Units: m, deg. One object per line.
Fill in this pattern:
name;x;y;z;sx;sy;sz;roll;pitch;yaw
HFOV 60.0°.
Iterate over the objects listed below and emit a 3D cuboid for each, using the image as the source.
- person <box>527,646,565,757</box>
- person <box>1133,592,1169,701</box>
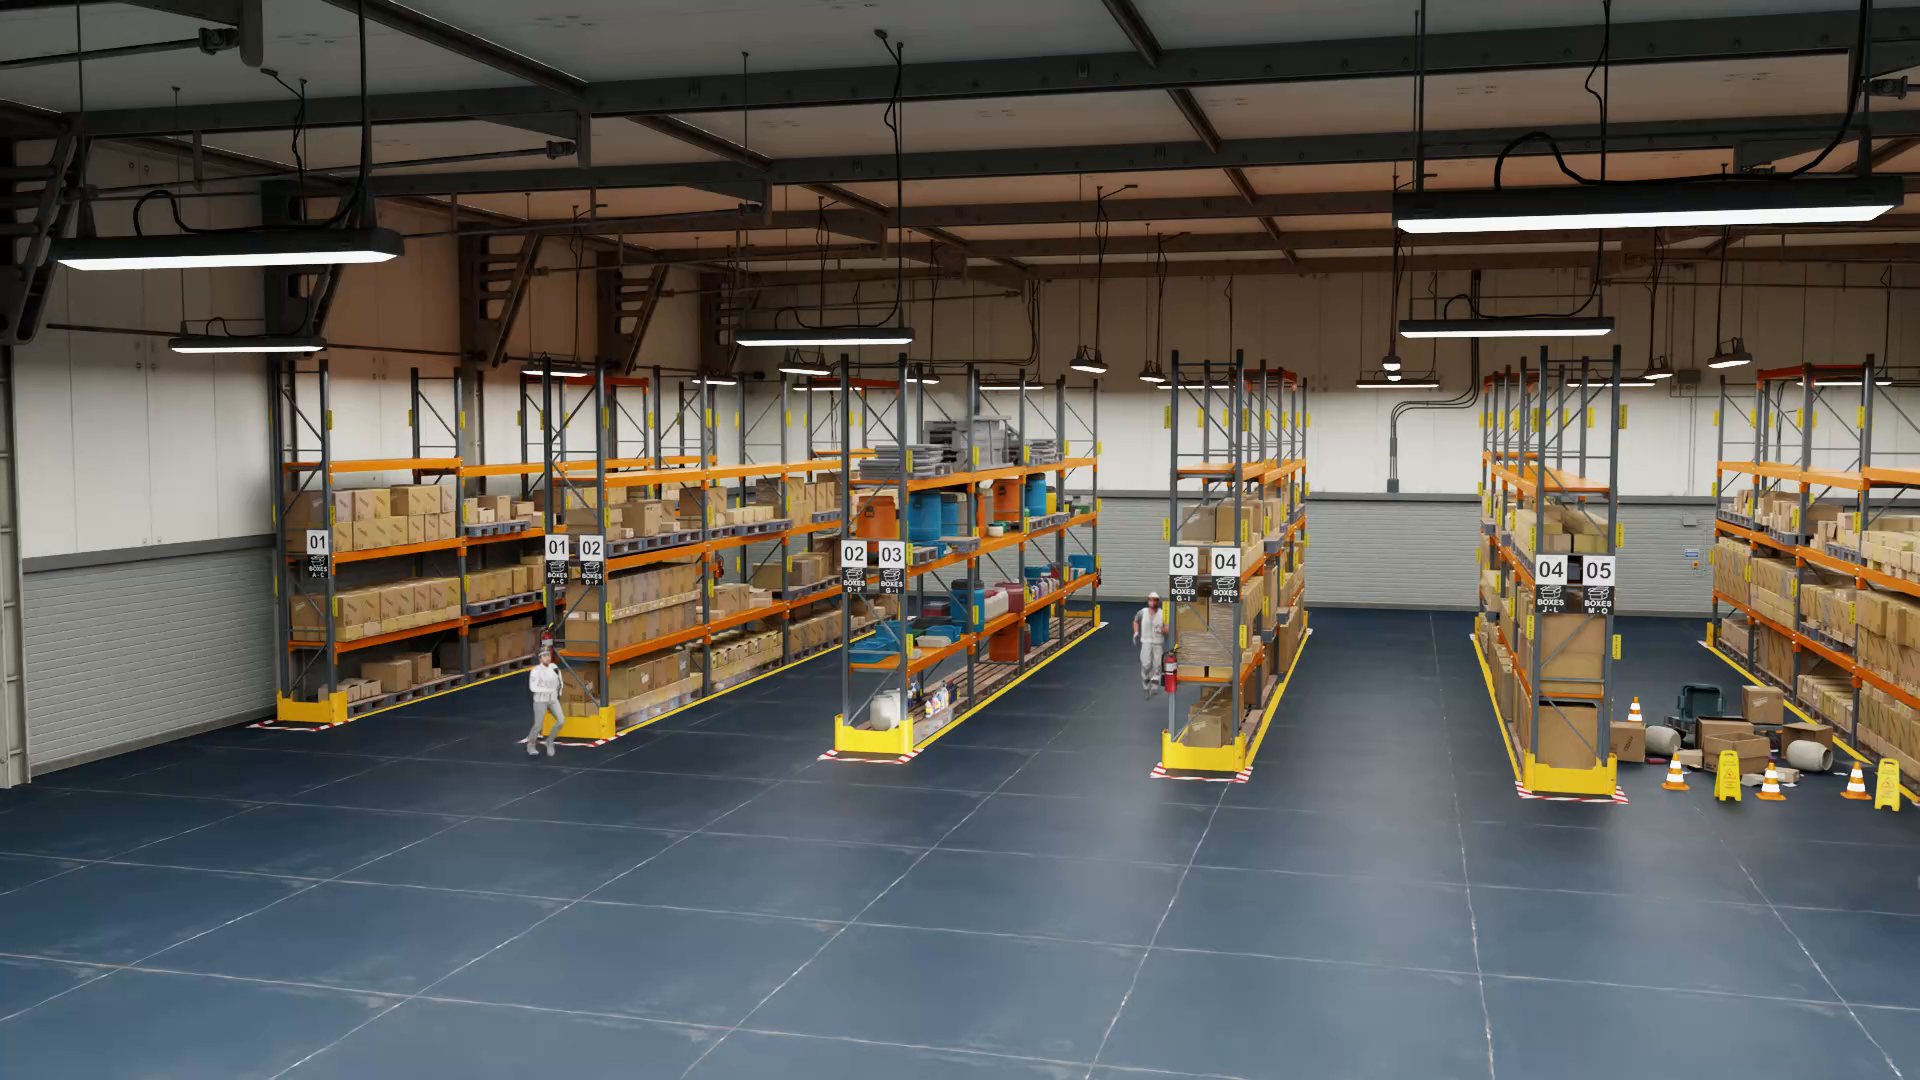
person;-6.109;2.382;24.601;0.607;1.656;0.816;-3;5;-40
person;3.252;1.807;28.195;0.641;1.836;0.689;0;4;6
